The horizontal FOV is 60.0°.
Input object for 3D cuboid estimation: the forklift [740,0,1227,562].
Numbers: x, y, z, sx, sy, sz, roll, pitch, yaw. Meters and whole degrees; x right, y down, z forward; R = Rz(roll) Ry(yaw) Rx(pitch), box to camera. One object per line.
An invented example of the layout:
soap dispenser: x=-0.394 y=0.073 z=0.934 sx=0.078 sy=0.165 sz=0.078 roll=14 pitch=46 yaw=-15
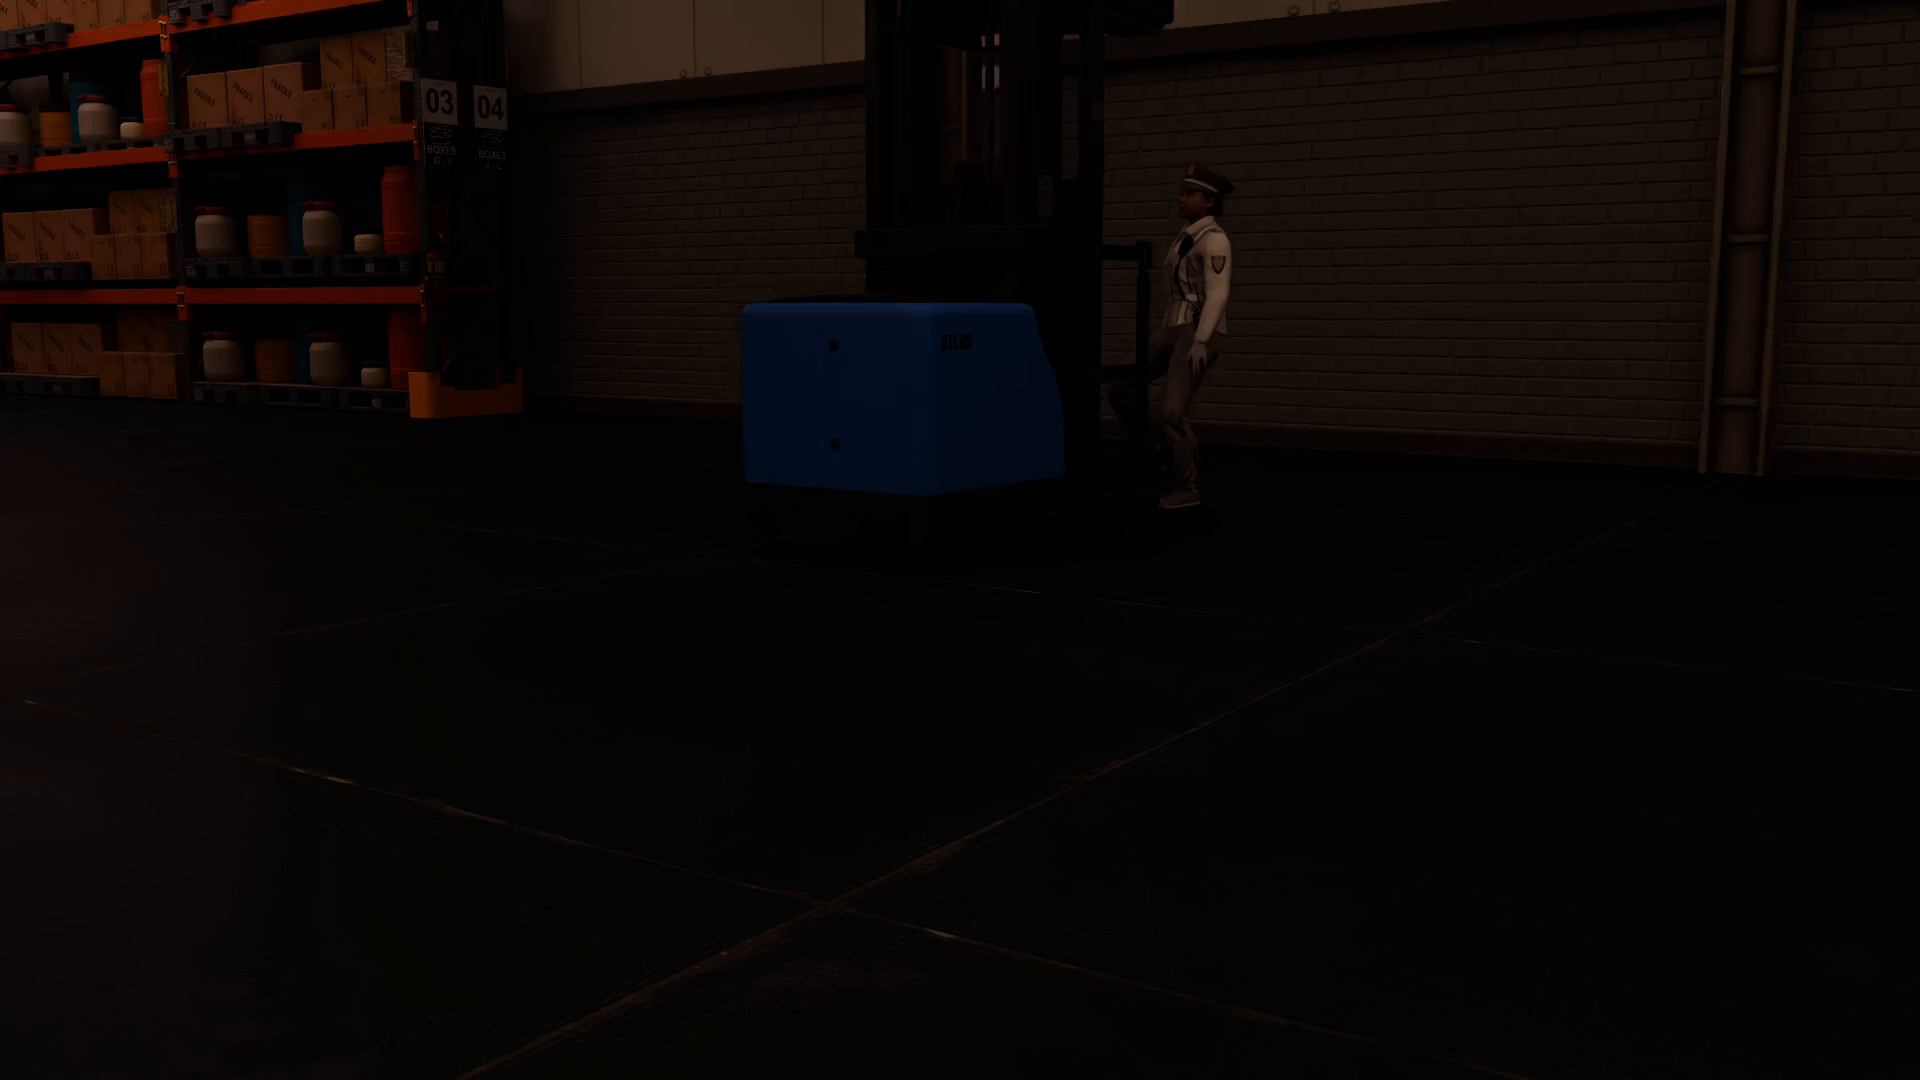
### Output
forklift: x=0.314 y=-1.525 z=7.917 sx=1.130 sy=2.935 sz=3.031 roll=6 pitch=10 yaw=35

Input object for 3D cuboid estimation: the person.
person: x=1.029 y=-0.977 z=8.057 sx=0.552 sy=1.661 sz=0.588 roll=-2 pitch=8 yaw=-12
